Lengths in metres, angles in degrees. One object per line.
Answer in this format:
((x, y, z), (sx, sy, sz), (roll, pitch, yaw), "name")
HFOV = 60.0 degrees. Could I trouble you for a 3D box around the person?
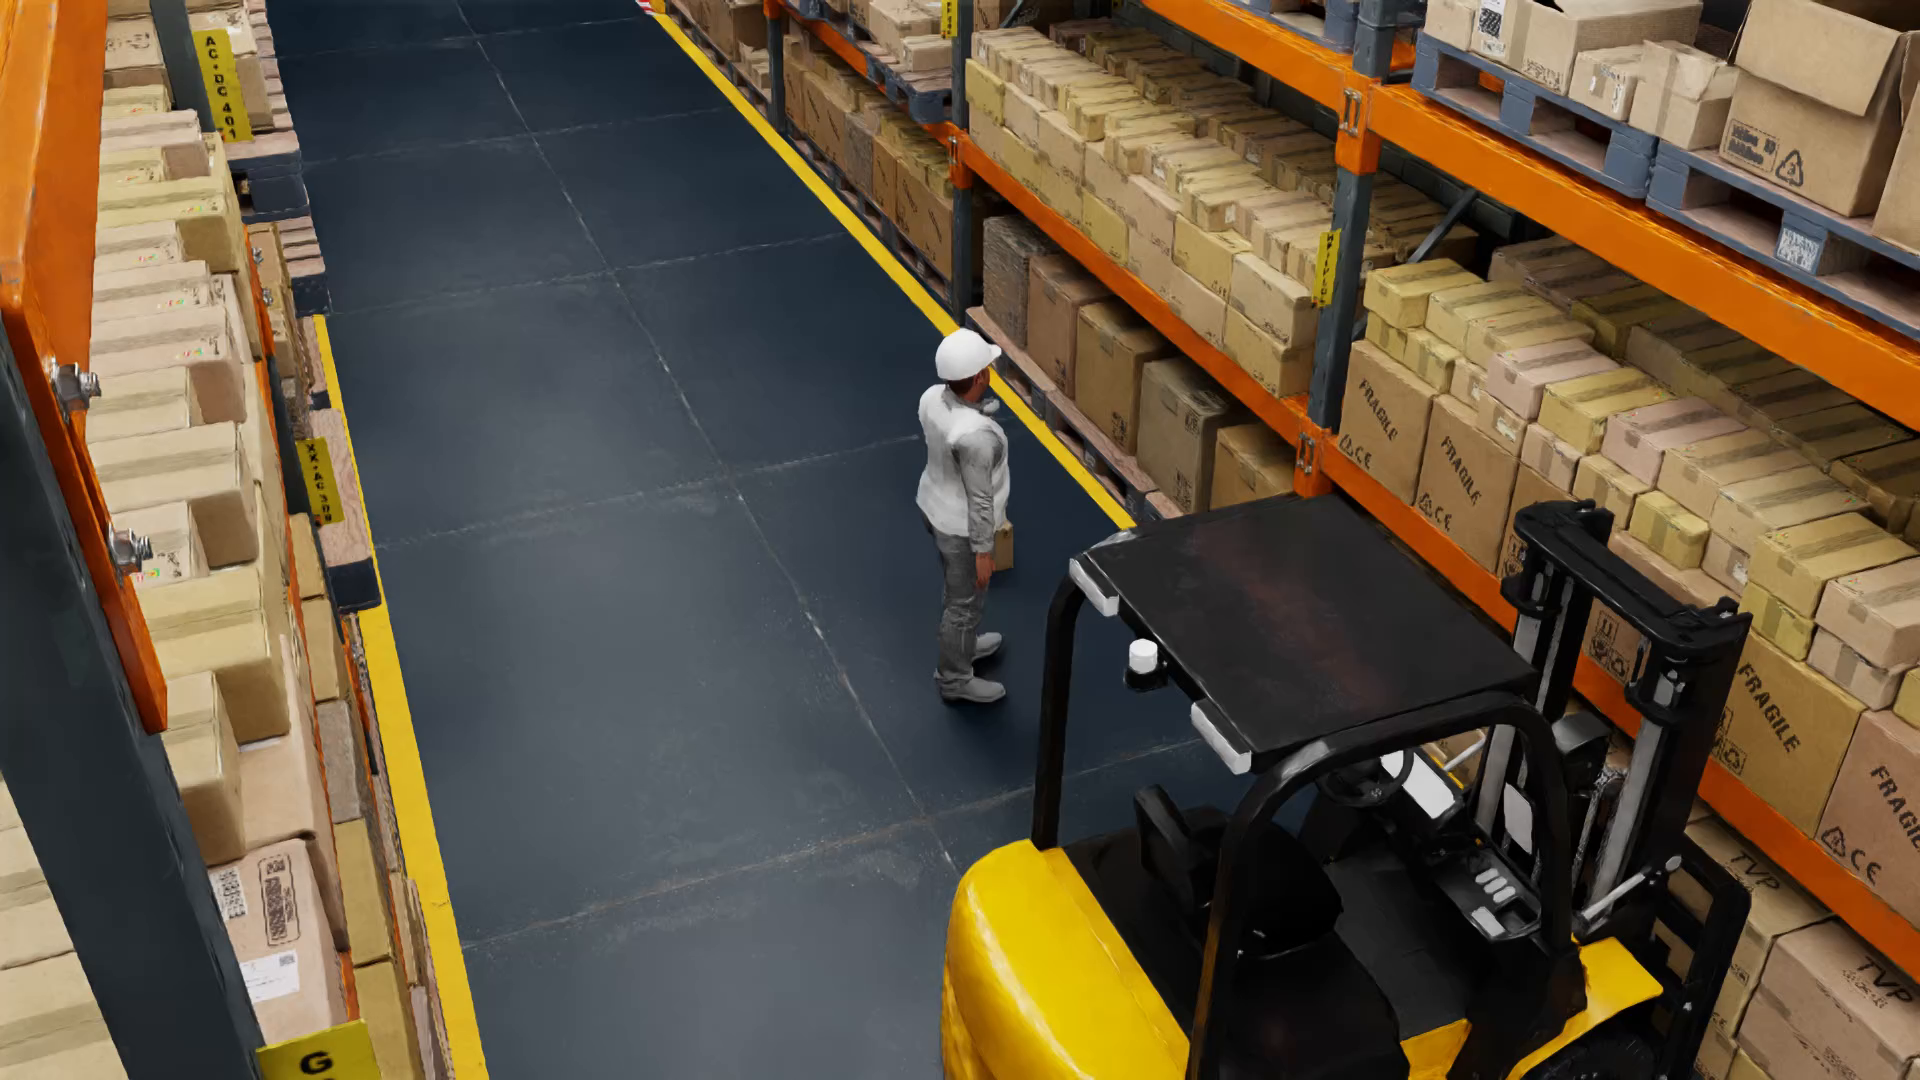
((0.061, -0.101, 7.238), (0.441, 1.772, 0.619), (-13, 35, -19), "person")
